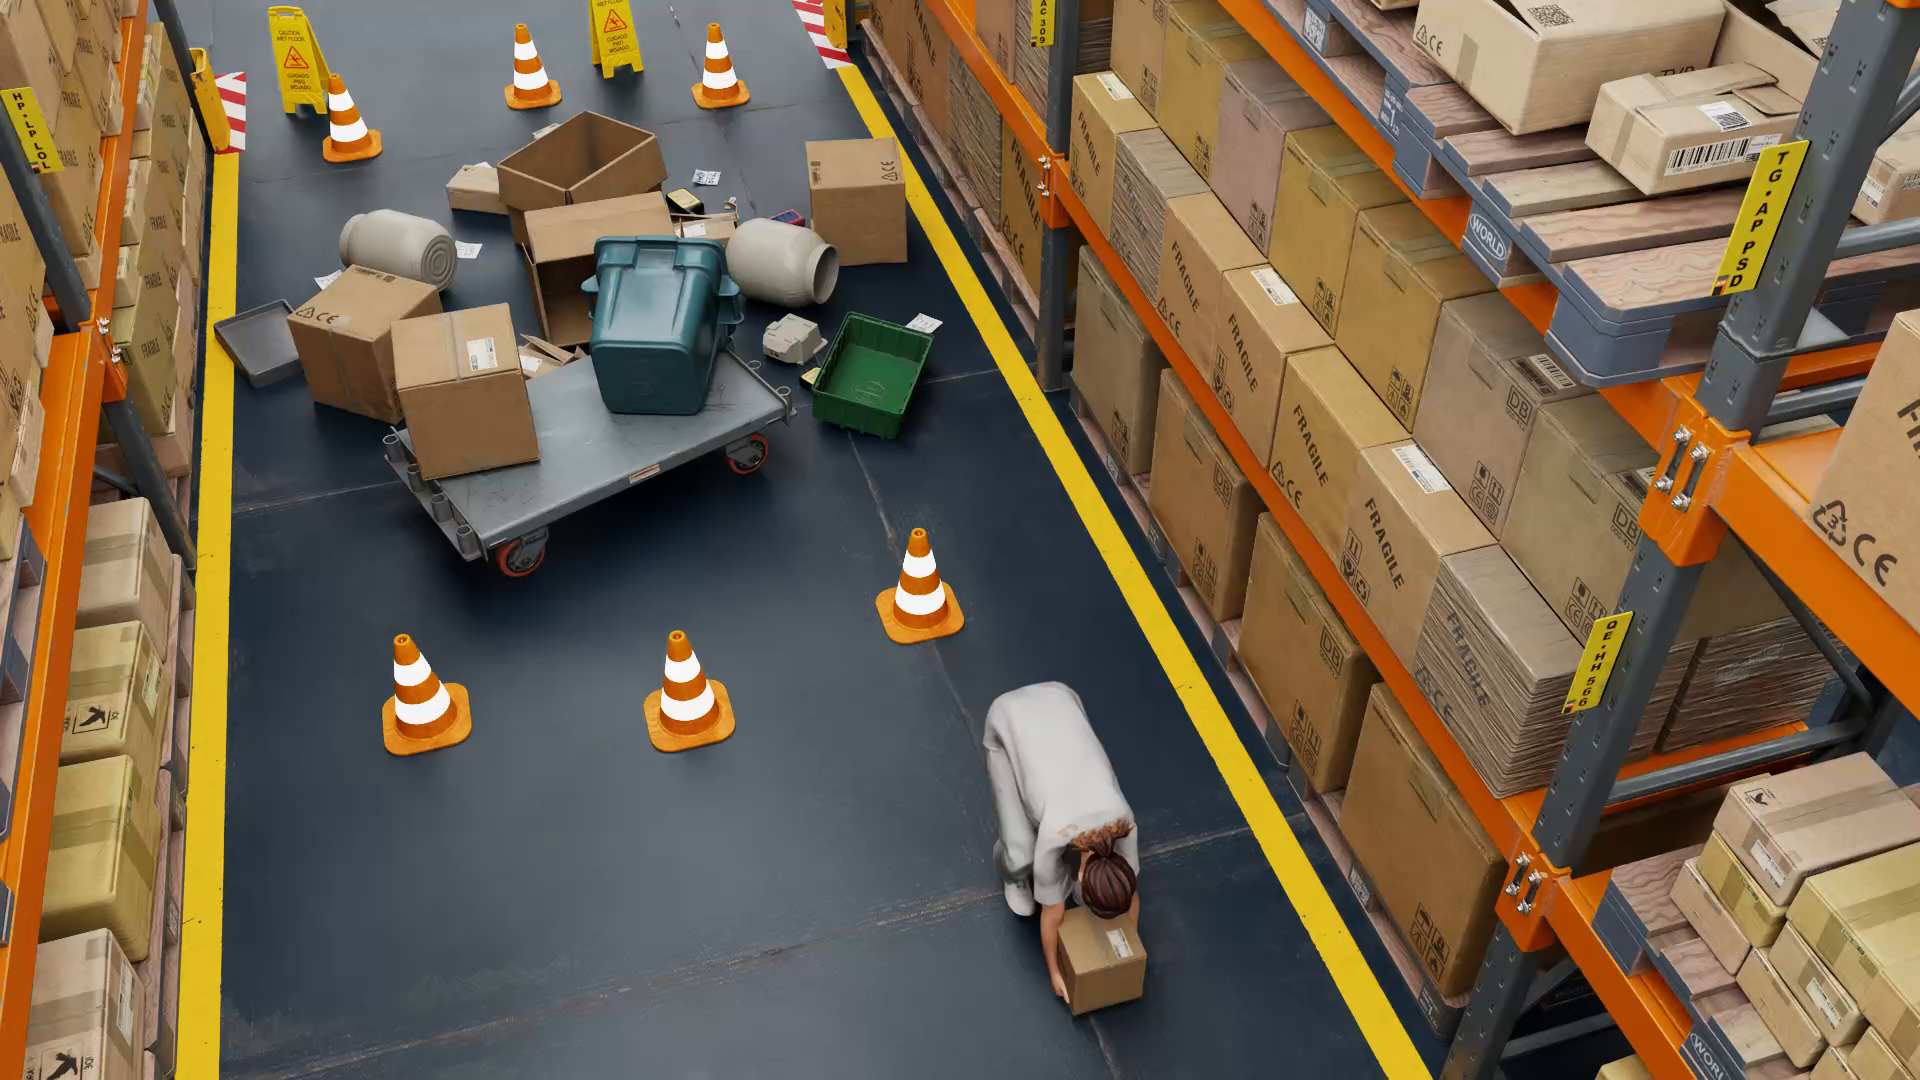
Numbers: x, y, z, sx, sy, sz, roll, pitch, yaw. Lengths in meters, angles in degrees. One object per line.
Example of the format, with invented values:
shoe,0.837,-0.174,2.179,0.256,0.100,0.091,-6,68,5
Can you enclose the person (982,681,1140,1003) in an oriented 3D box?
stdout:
person,0.360,1.009,5.655,0.461,0.865,0.850,-14,44,-15
